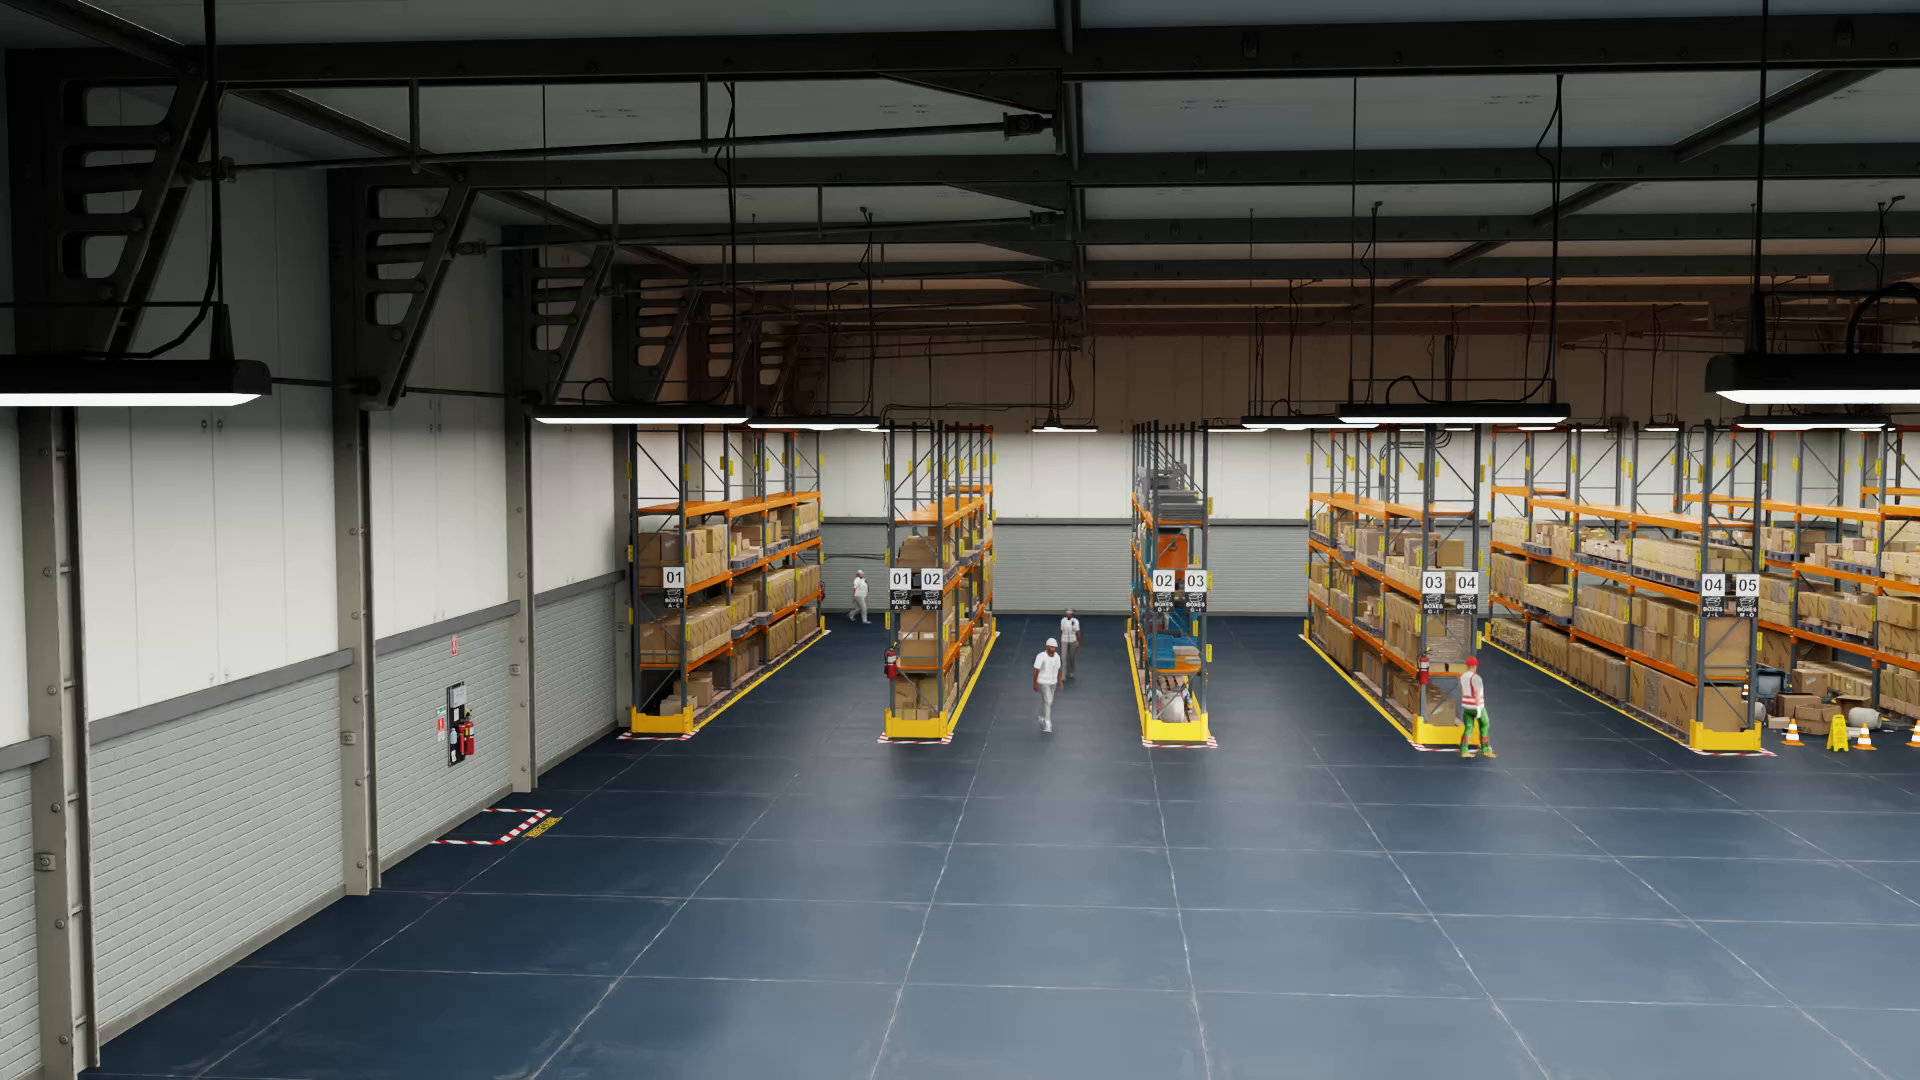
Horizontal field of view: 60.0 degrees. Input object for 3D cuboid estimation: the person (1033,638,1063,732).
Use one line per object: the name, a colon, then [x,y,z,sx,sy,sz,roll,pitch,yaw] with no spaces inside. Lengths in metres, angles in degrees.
person: [1.694,2.826,32.374,0.599,1.841,0.605,-4,5,-44]

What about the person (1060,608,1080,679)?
person: [2.575,2.416,39.001,0.487,1.652,0.743,1,4,9]

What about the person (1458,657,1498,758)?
person: [9.171,2.964,29.508,0.656,1.794,0.562,-2,4,-29]

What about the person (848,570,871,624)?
person: [-3.051,1.713,50.338,0.866,1.626,0.488,2,4,25]
